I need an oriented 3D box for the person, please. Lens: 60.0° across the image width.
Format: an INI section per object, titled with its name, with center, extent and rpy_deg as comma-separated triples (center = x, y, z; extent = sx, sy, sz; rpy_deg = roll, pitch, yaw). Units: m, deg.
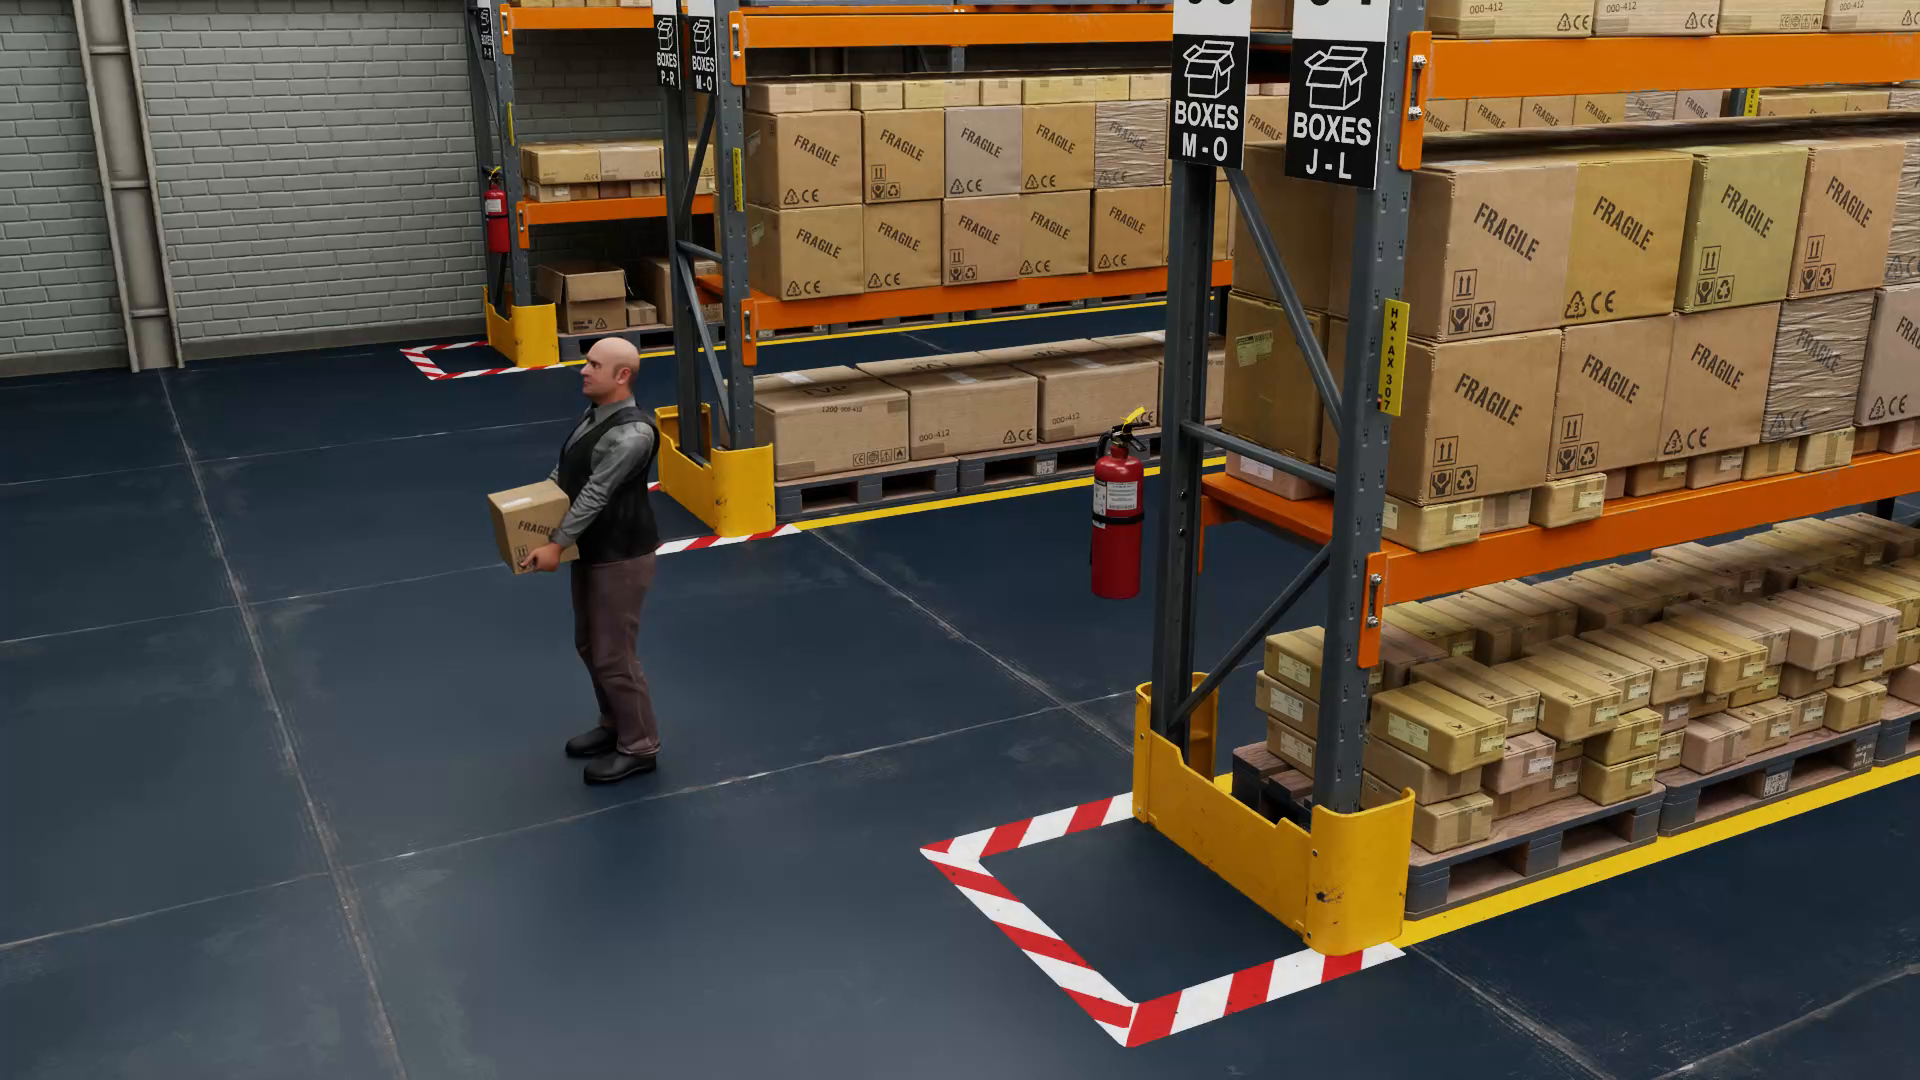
[person]
center = -1.424, 0.084, 6.358
extent = 0.551, 1.711, 0.494
rpy_deg = -9, 20, -26
